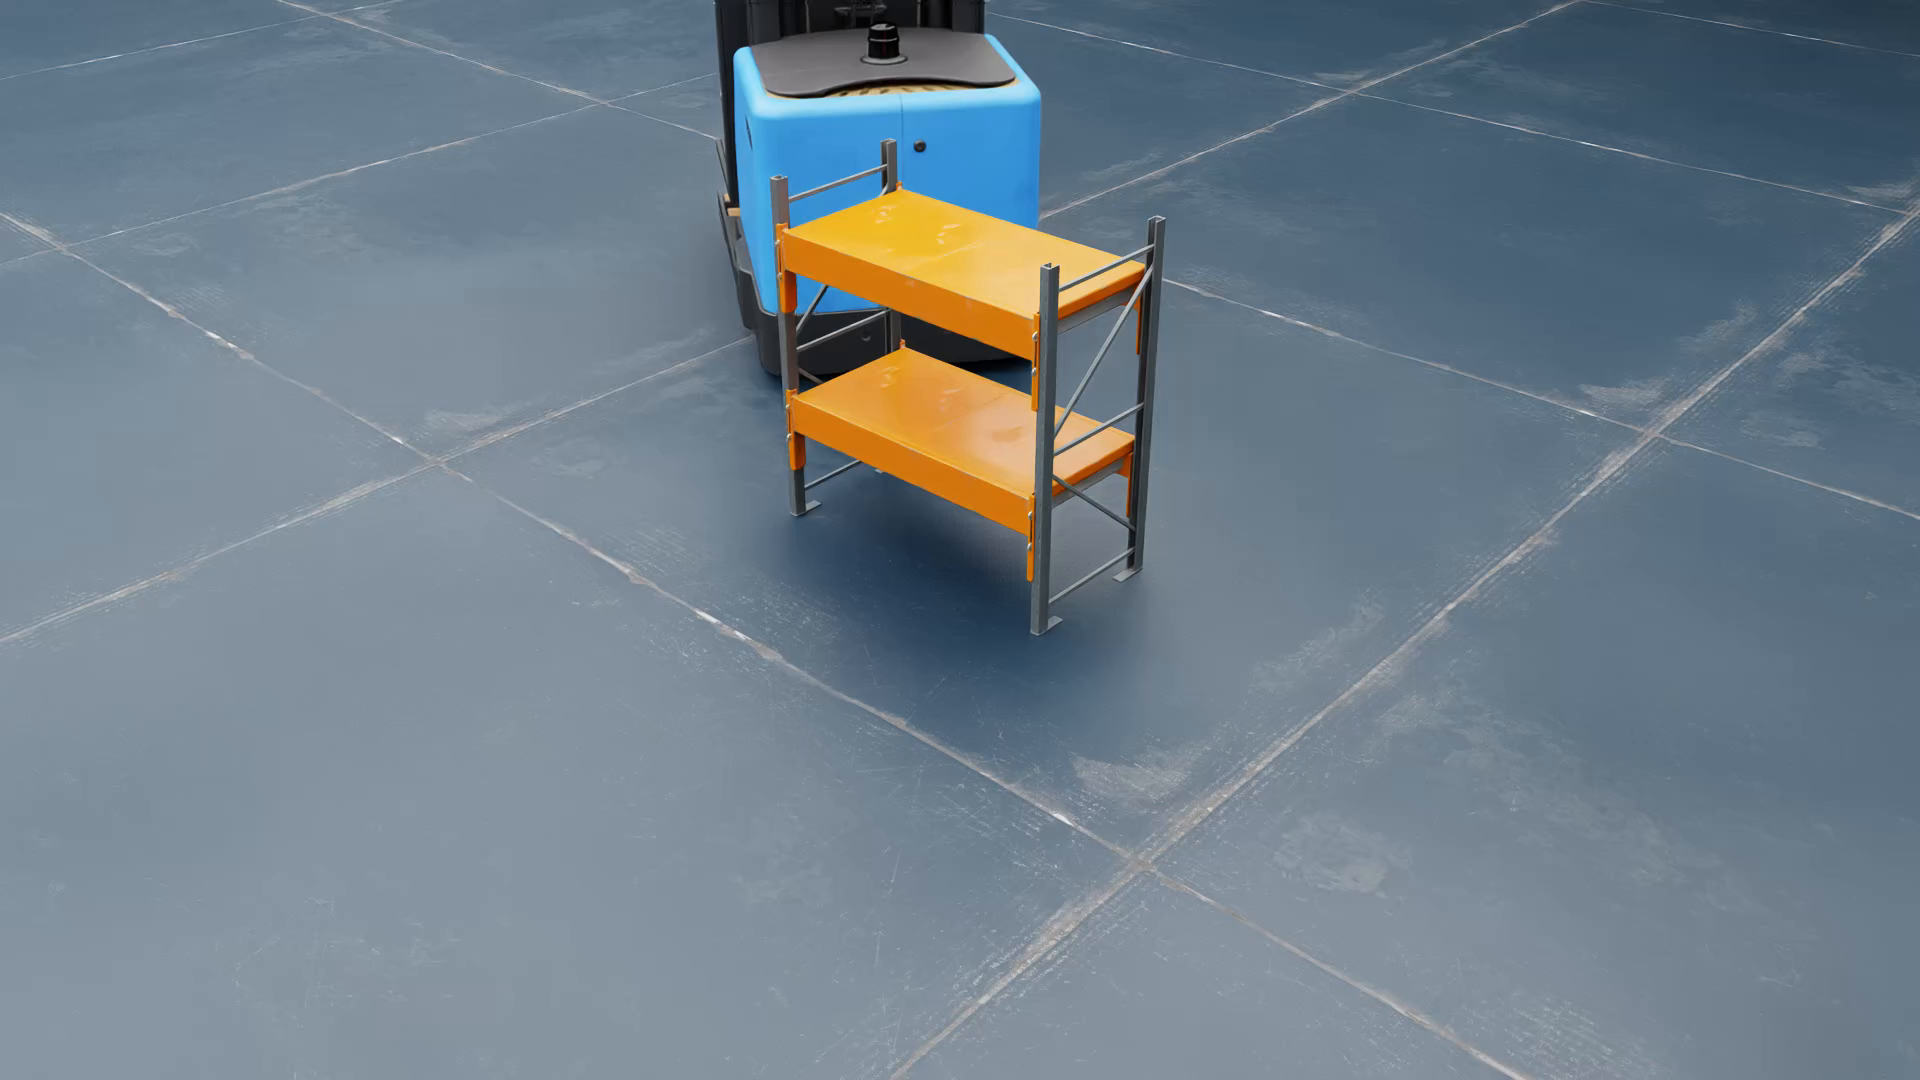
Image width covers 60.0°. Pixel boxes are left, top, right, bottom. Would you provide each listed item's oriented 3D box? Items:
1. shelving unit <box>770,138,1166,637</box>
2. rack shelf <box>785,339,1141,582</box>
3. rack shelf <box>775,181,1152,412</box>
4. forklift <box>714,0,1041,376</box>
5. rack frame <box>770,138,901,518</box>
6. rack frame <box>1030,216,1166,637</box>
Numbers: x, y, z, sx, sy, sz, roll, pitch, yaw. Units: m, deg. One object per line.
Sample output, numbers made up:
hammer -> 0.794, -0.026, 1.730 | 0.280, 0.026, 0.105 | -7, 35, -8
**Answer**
shelving unit -> 0.005, -0.480, 4.956 | 1.048, 1.125, 0.538 | 25, 39, 35
rack shelf -> 0.005, -0.270, 5.082 | 1.000, 0.278, 0.538 | 25, 39, 35
rack shelf -> 0.005, -0.730, 4.805 | 1.000, 0.278, 0.538 | 25, 39, 35
forklift -> -0.493, -2.602, 6.730 | 1.130, 2.935, 3.031 | -6, 32, -10
rack frame -> -0.372, -0.656, 5.248 | 0.032, 1.125, 0.500 | 25, 39, 35
rack frame -> 0.382, -0.304, 4.664 | 0.032, 1.125, 0.500 | 25, 39, 35
